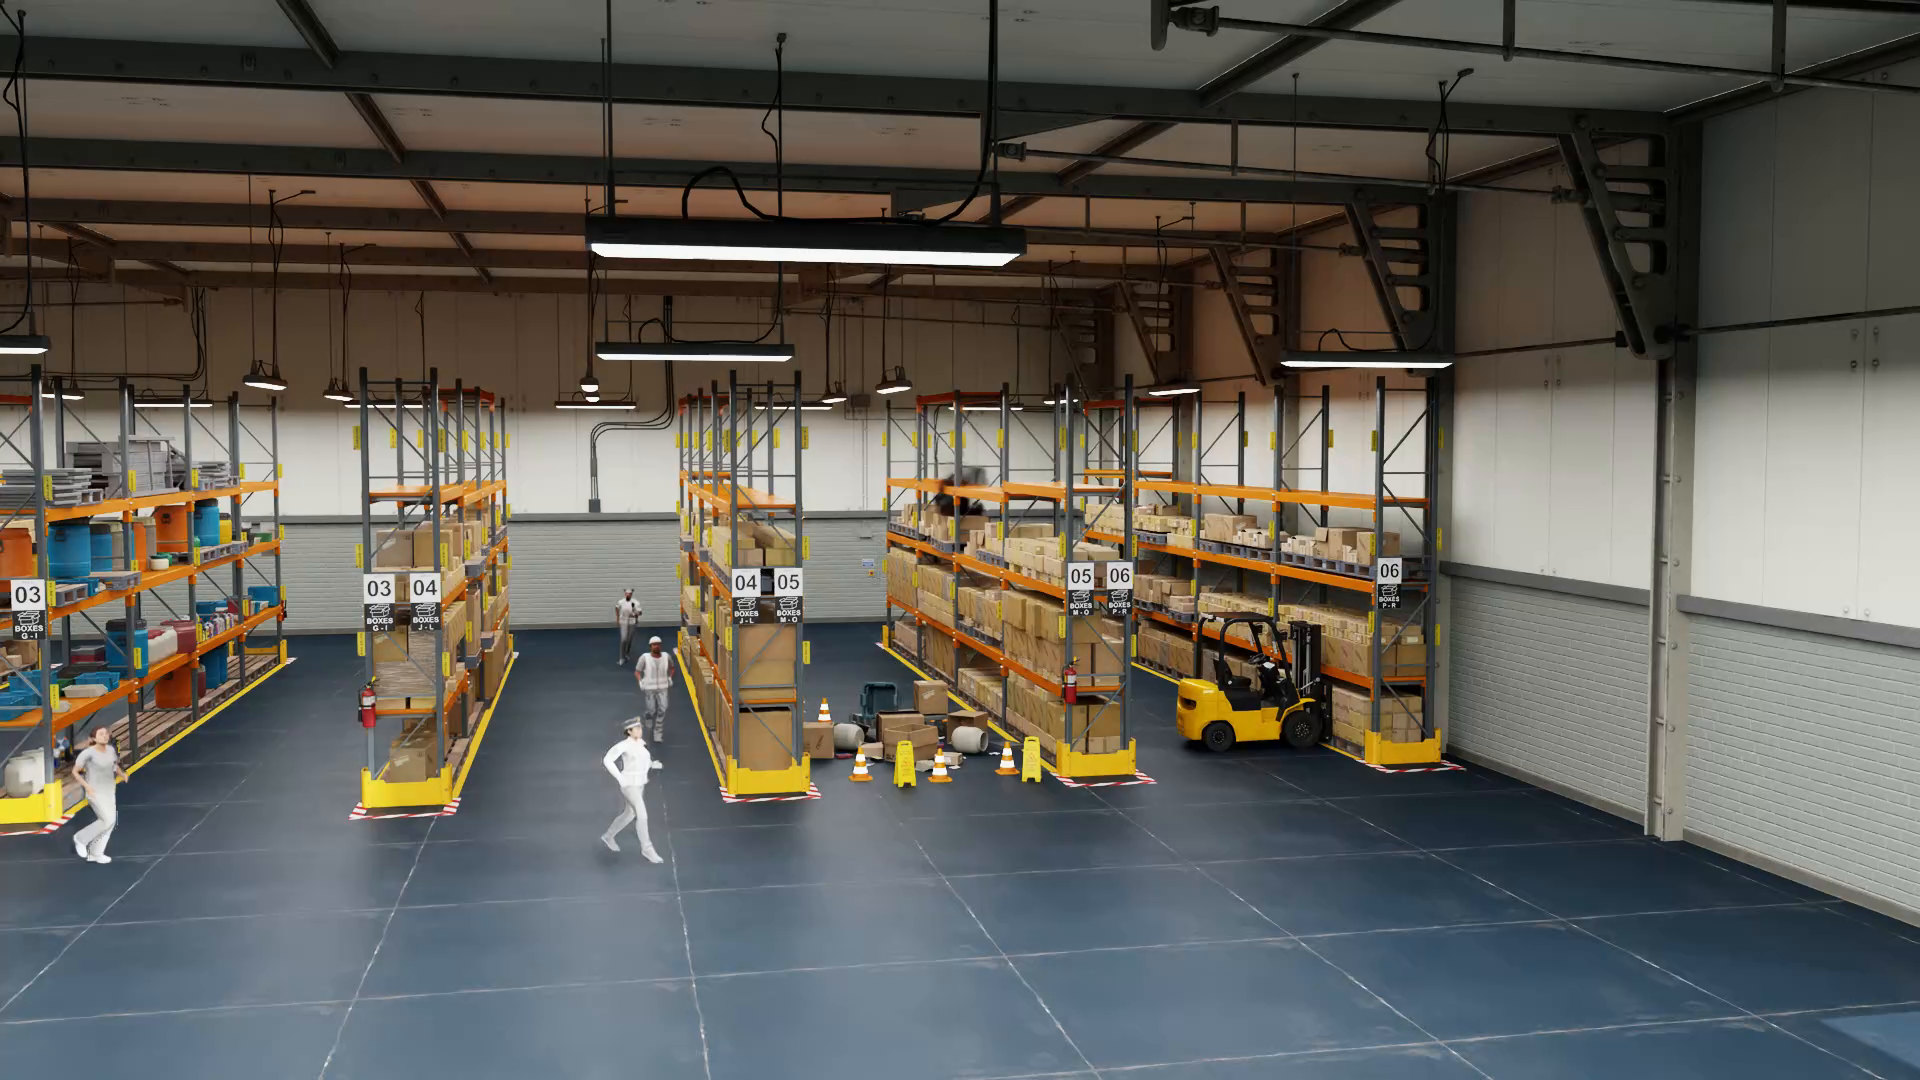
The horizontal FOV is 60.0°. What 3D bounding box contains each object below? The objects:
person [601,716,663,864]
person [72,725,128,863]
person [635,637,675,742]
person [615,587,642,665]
[{"bbox_3d":[-3.910,2.965,19.890,0.846,1.733,0.607,1,4,18],"label":"person"},{"bbox_3d":[-10.203,3.012,19.782,0.581,1.637,0.555,1,4,18],"label":"person"},{"bbox_3d":[-5.084,2.480,27.827,0.683,1.743,0.689,-1,4,-21],"label":"person"},{"bbox_3d":[-7.482,1.931,37.590,0.581,1.757,0.727,-1,4,-14],"label":"person"}]
